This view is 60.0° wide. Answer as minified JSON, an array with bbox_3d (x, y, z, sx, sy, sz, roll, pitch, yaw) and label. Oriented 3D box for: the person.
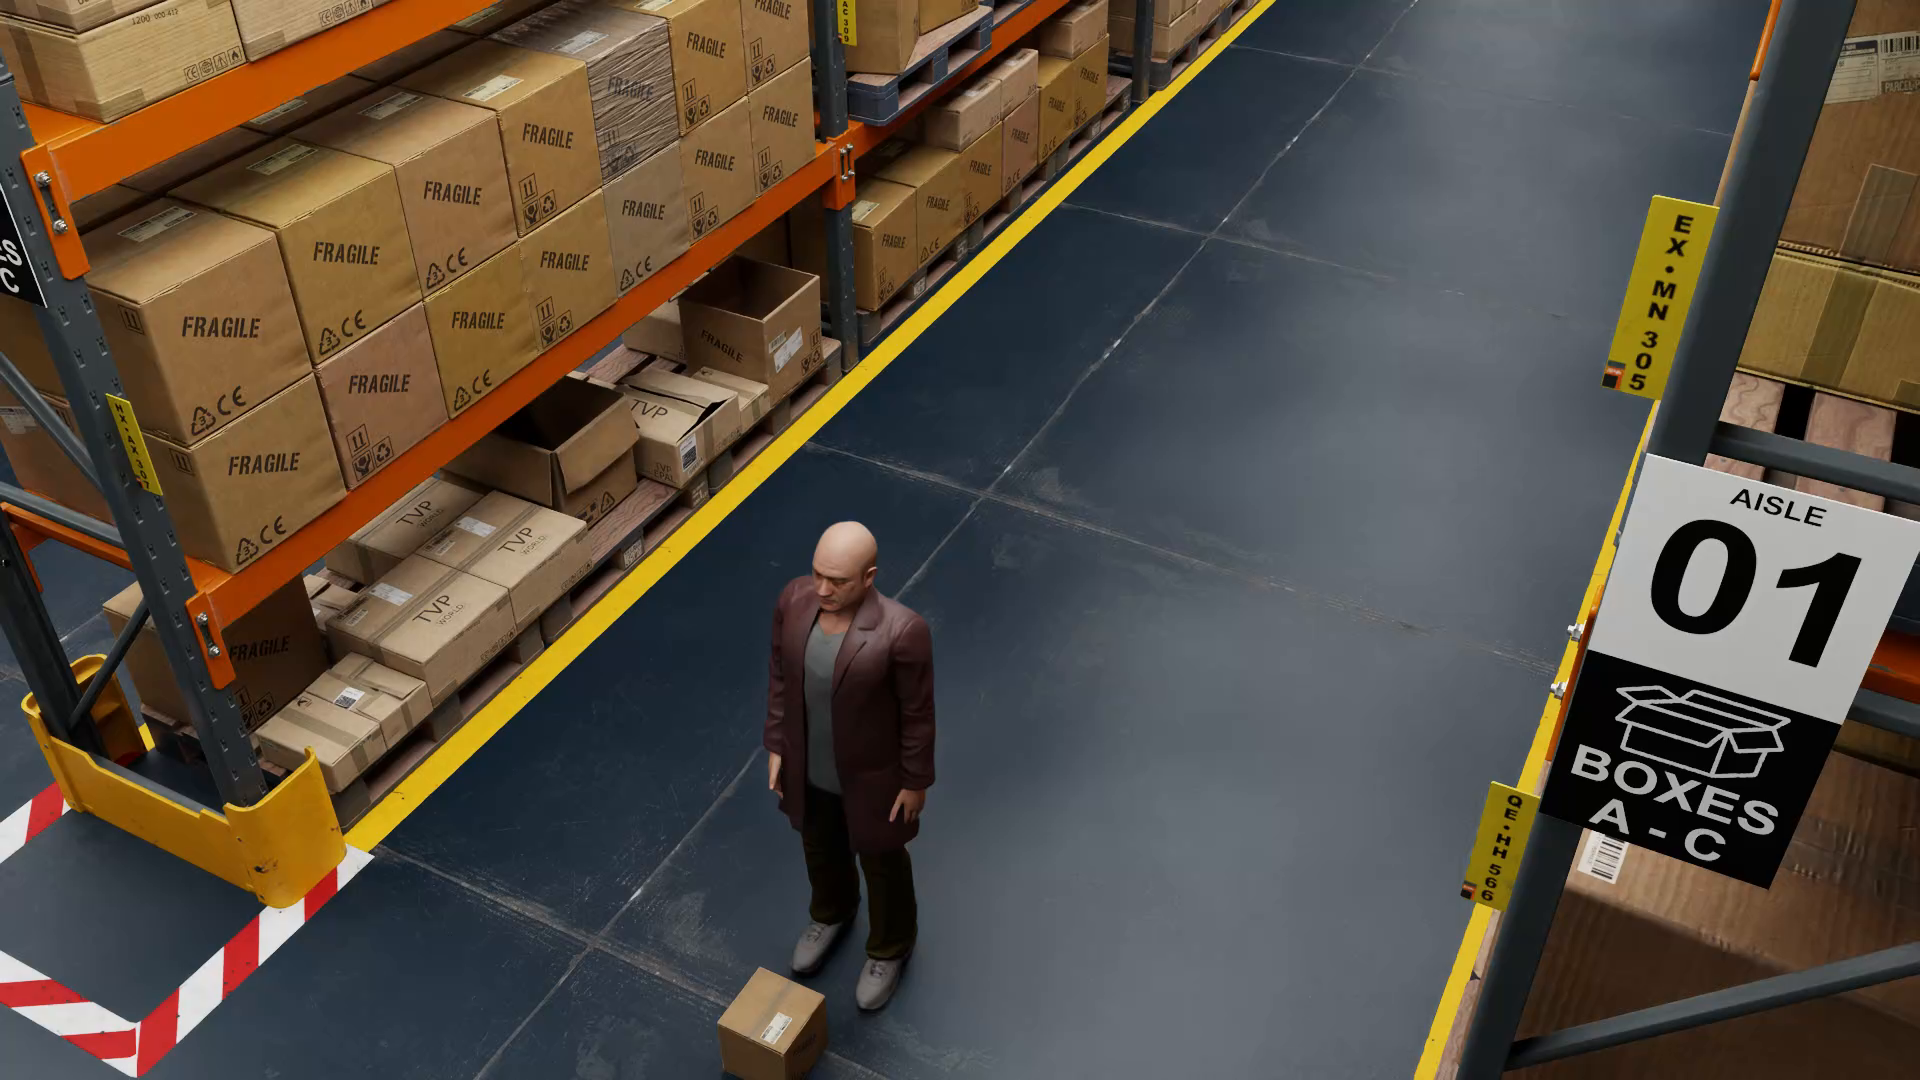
[{"bbox_3d":[-0.366,0.722,5.212,0.583,1.791,0.405,18,41,22],"label":"person"}]
